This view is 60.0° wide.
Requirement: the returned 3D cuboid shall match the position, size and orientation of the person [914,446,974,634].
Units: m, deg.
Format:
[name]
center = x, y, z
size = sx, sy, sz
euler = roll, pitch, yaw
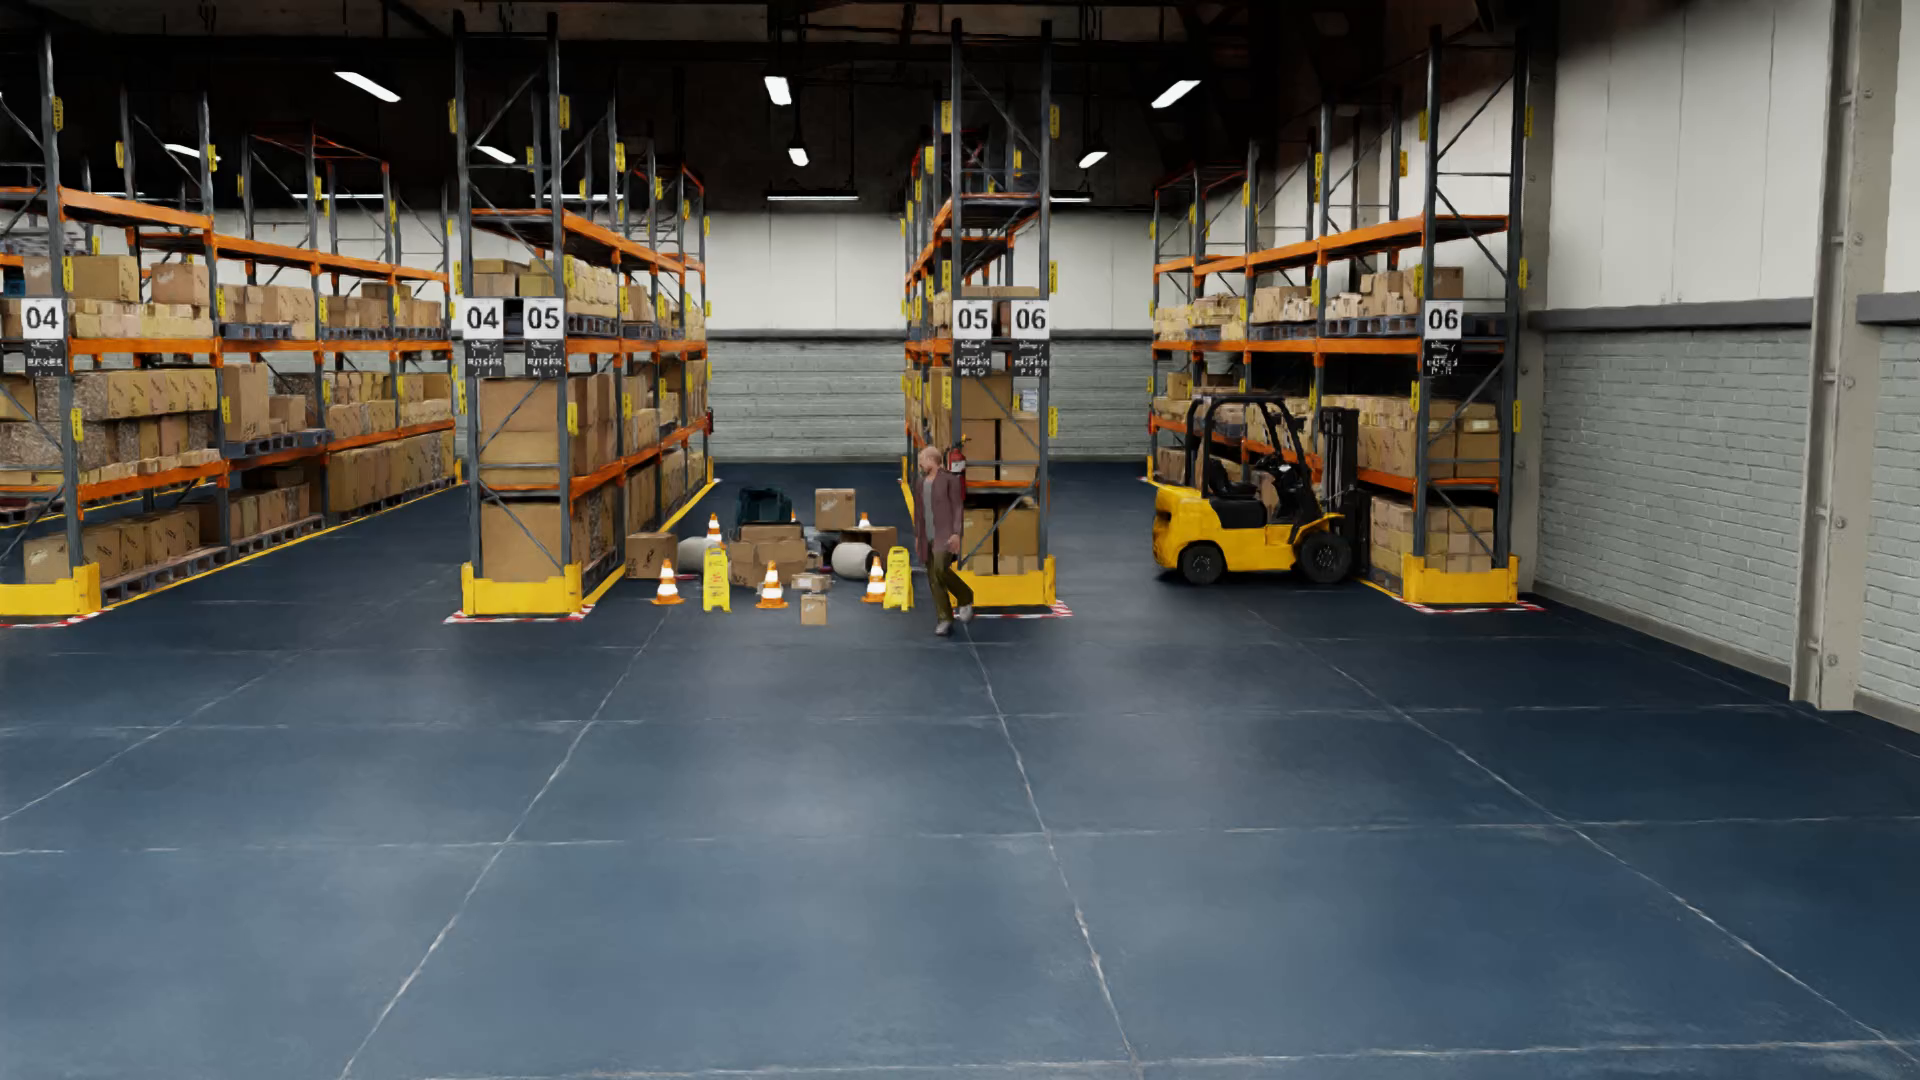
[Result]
[person]
center = -0.216, -0.012, 15.948
size = 0.682, 1.764, 0.547
euler = 4, 8, 33
